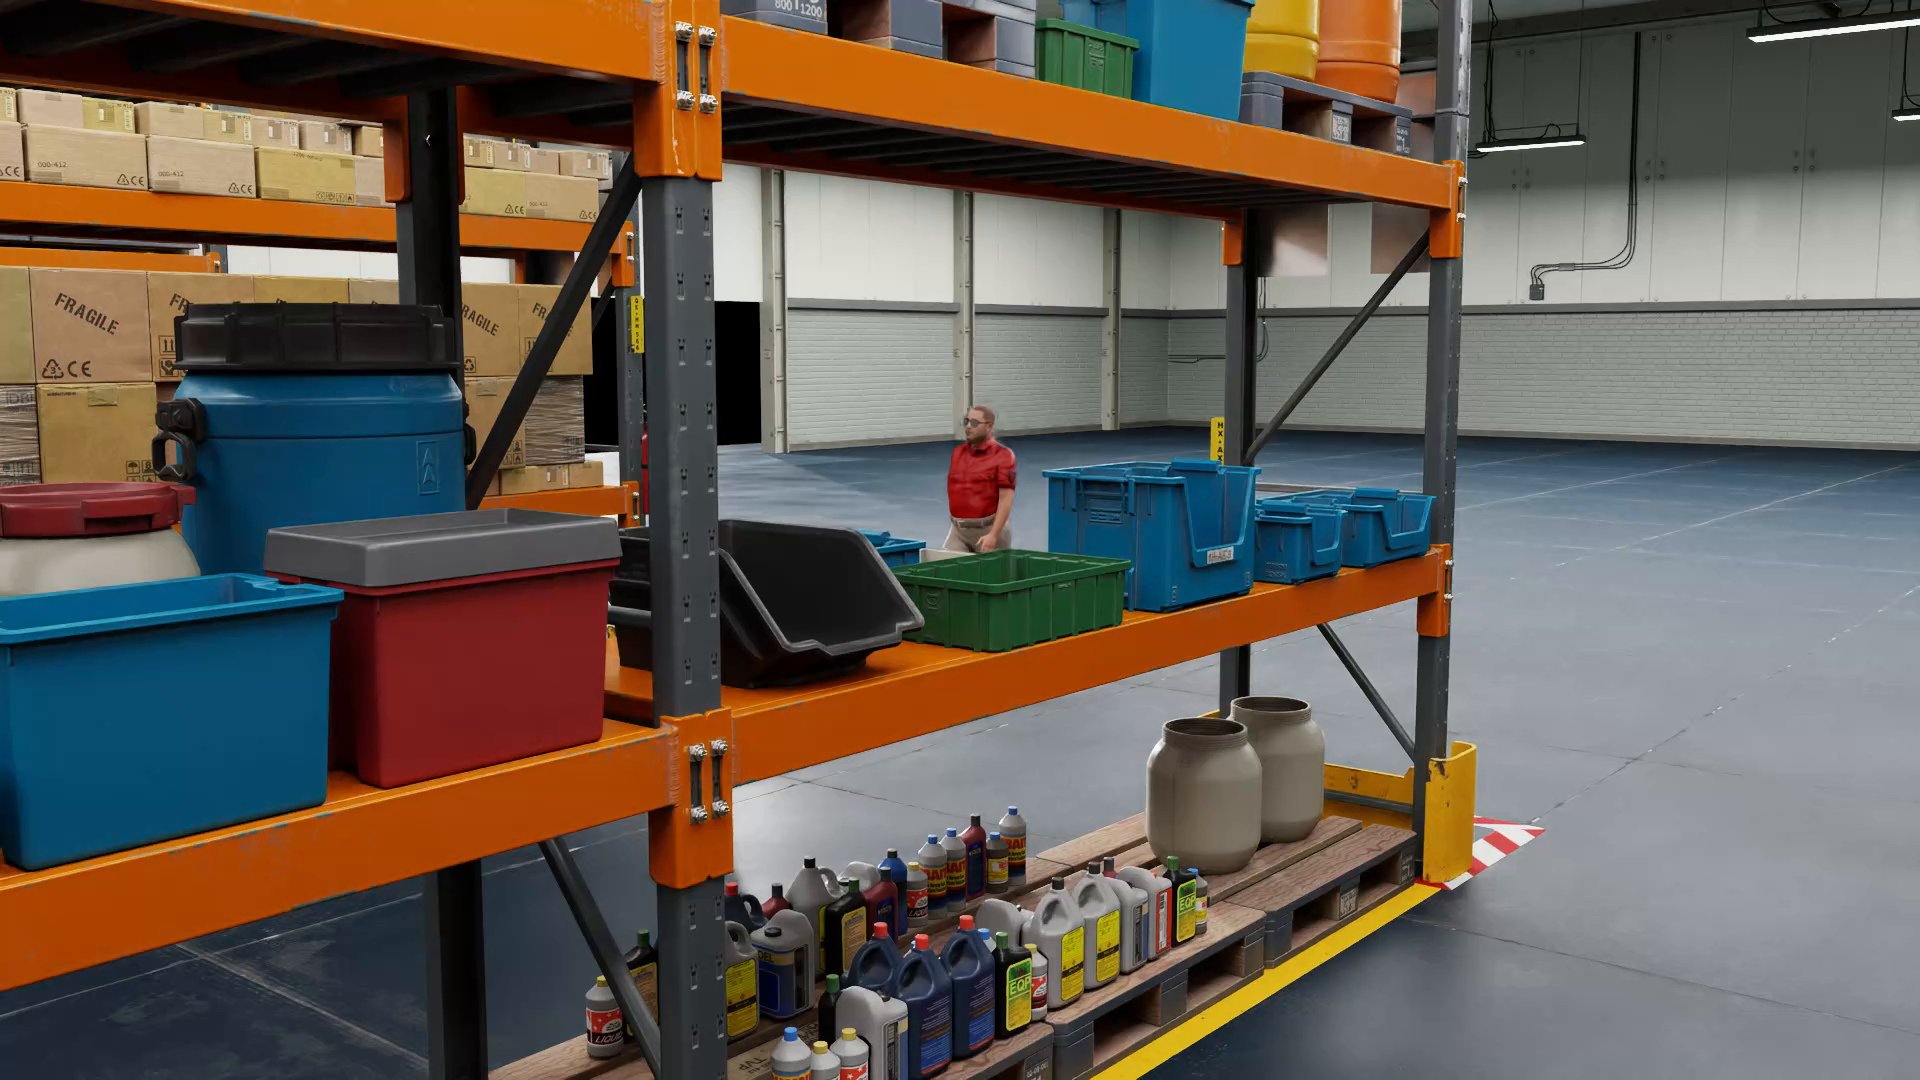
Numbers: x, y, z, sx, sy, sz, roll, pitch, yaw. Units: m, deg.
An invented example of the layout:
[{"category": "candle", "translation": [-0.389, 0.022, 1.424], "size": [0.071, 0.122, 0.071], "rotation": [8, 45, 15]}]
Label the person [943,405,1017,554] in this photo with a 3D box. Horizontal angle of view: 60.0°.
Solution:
[{"category": "person", "translation": [0.106, 0.025, 10.765], "size": [0.547, 1.793, 0.670], "rotation": [4, 8, 34]}]
